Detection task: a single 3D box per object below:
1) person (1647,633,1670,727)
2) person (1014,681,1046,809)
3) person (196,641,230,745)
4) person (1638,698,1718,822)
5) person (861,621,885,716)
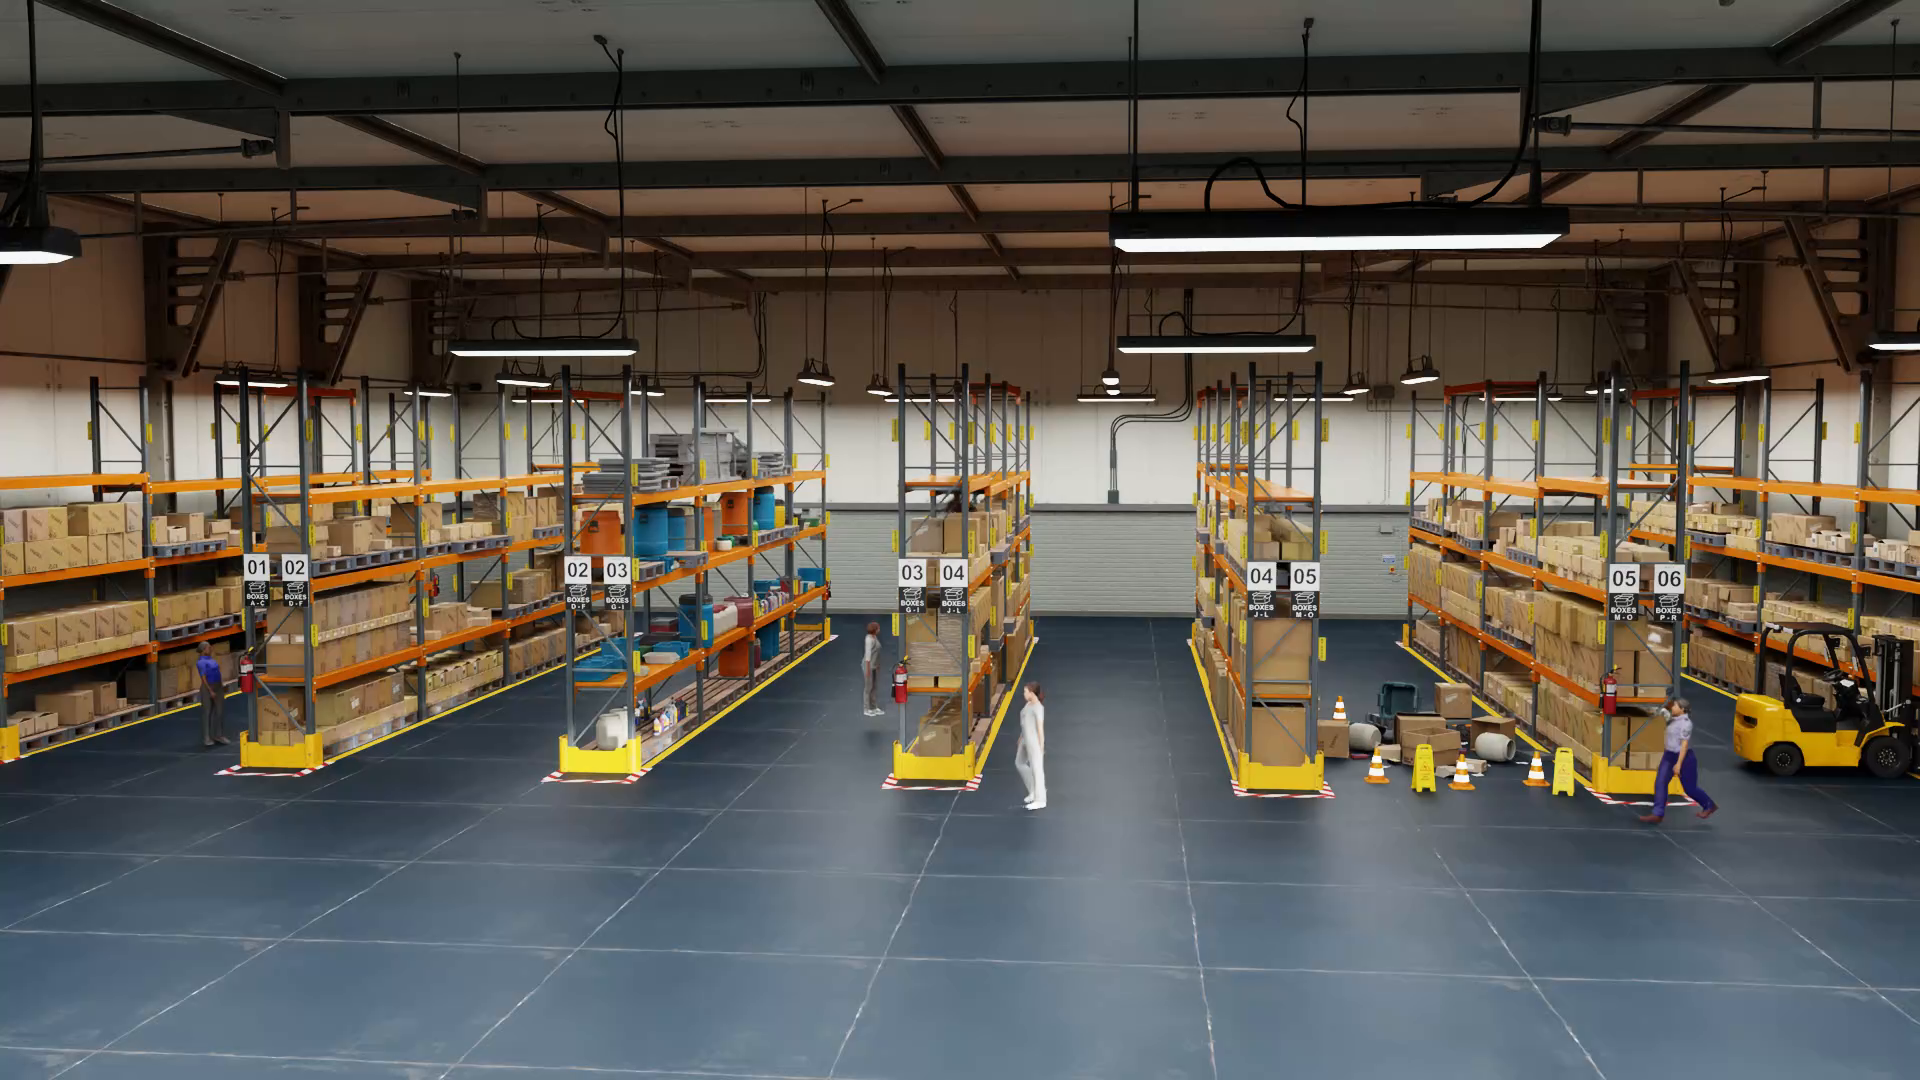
[{"bbox_3d":[11.303,2.393,27.206,0.564,1.743,0.742,-2,4,-25],"label":"person"},{"bbox_3d":[0.972,2.723,22.262,0.392,1.685,0.531,-1,4,-17],"label":"person"},{"bbox_3d":[-12.030,2.467,26.806,0.518,1.684,0.521,2,4,24],"label":"person"},{"bbox_3d":[9.246,2.829,21.323,0.958,1.597,0.469,-1,4,-19],"label":"person"},{"bbox_3d":[-1.493,2.174,28.156,0.371,1.604,0.433,1,4,14],"label":"person"}]
